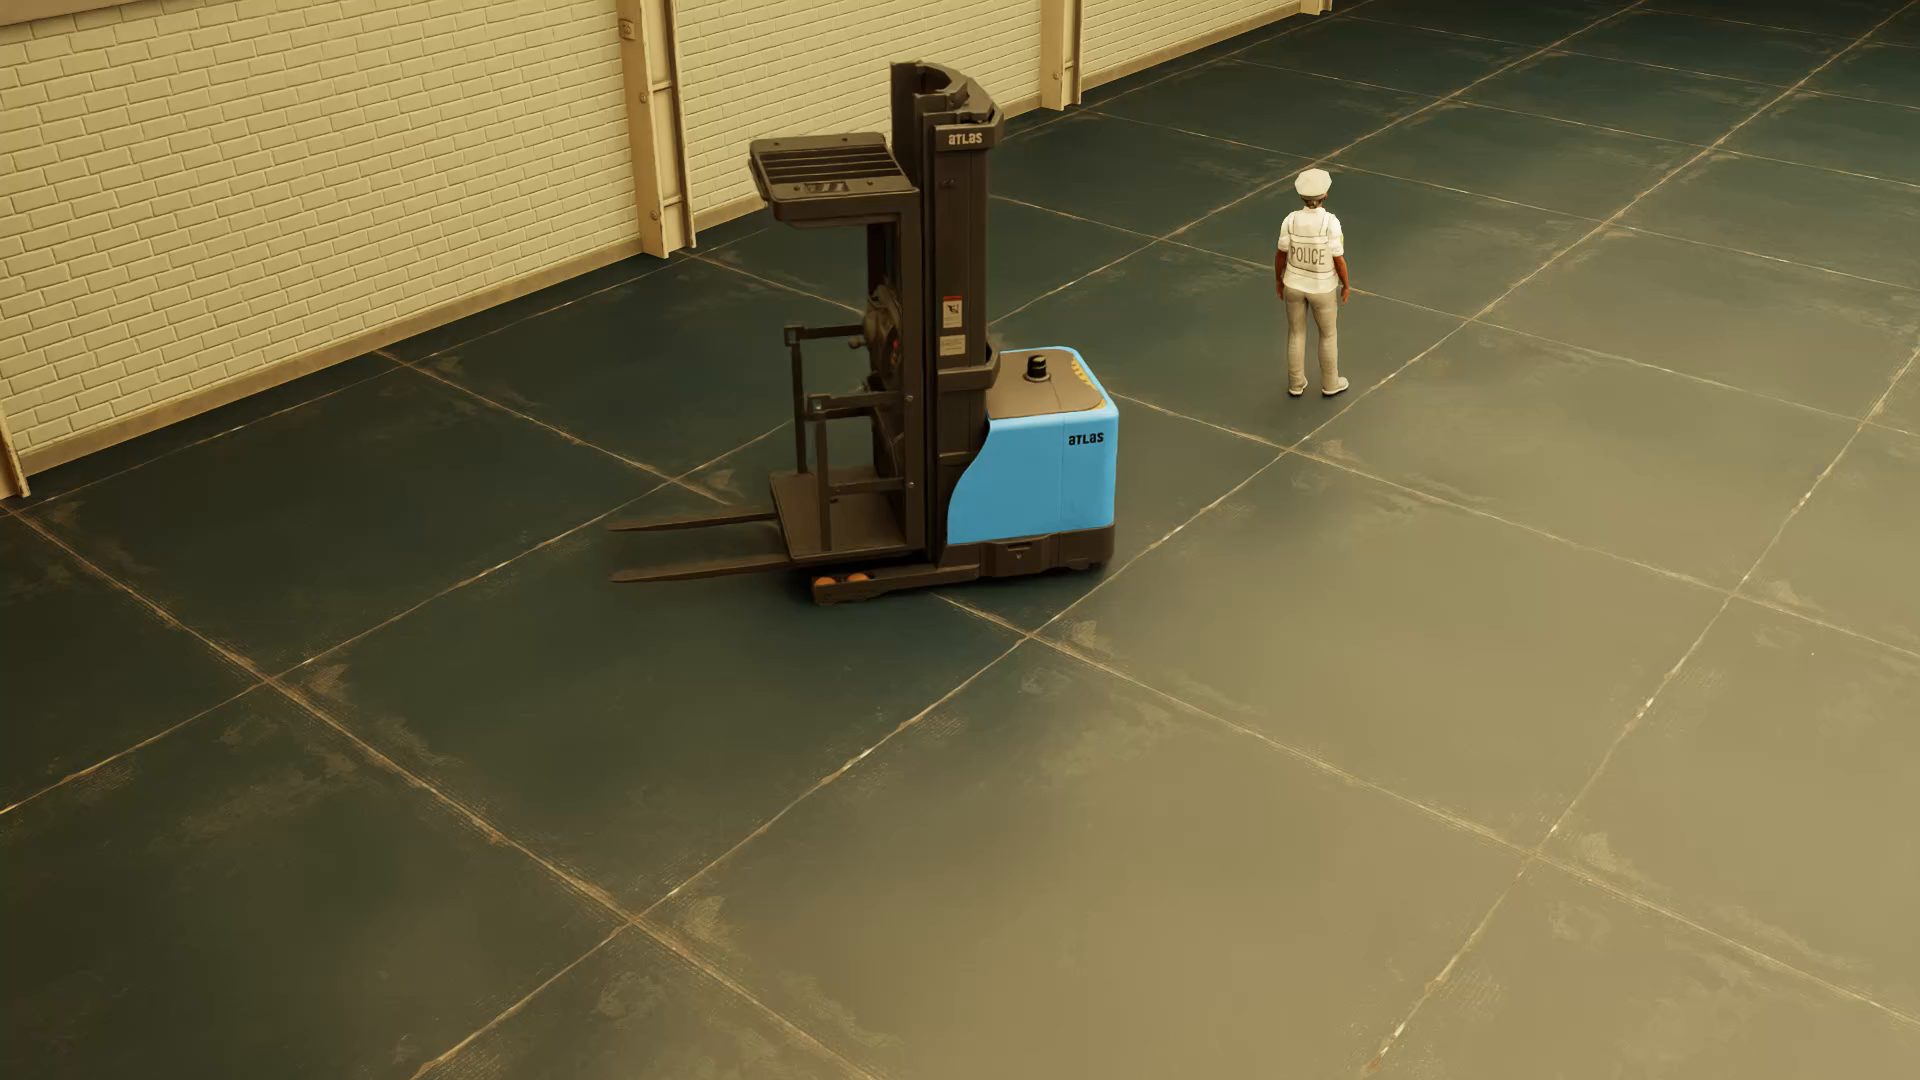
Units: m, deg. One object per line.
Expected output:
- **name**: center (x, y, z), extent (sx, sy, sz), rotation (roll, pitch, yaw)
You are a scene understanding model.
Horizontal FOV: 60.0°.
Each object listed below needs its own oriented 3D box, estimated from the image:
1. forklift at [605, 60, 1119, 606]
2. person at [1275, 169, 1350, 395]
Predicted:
- **forklift**: center (-0.630, -1.169, 9.596), extent (3.031, 2.935, 1.130), rotation (-7, 31, -11)
- **person**: center (2.557, -1.847, 11.970), extent (0.569, 1.691, 0.529), rotation (15, 33, 24)
